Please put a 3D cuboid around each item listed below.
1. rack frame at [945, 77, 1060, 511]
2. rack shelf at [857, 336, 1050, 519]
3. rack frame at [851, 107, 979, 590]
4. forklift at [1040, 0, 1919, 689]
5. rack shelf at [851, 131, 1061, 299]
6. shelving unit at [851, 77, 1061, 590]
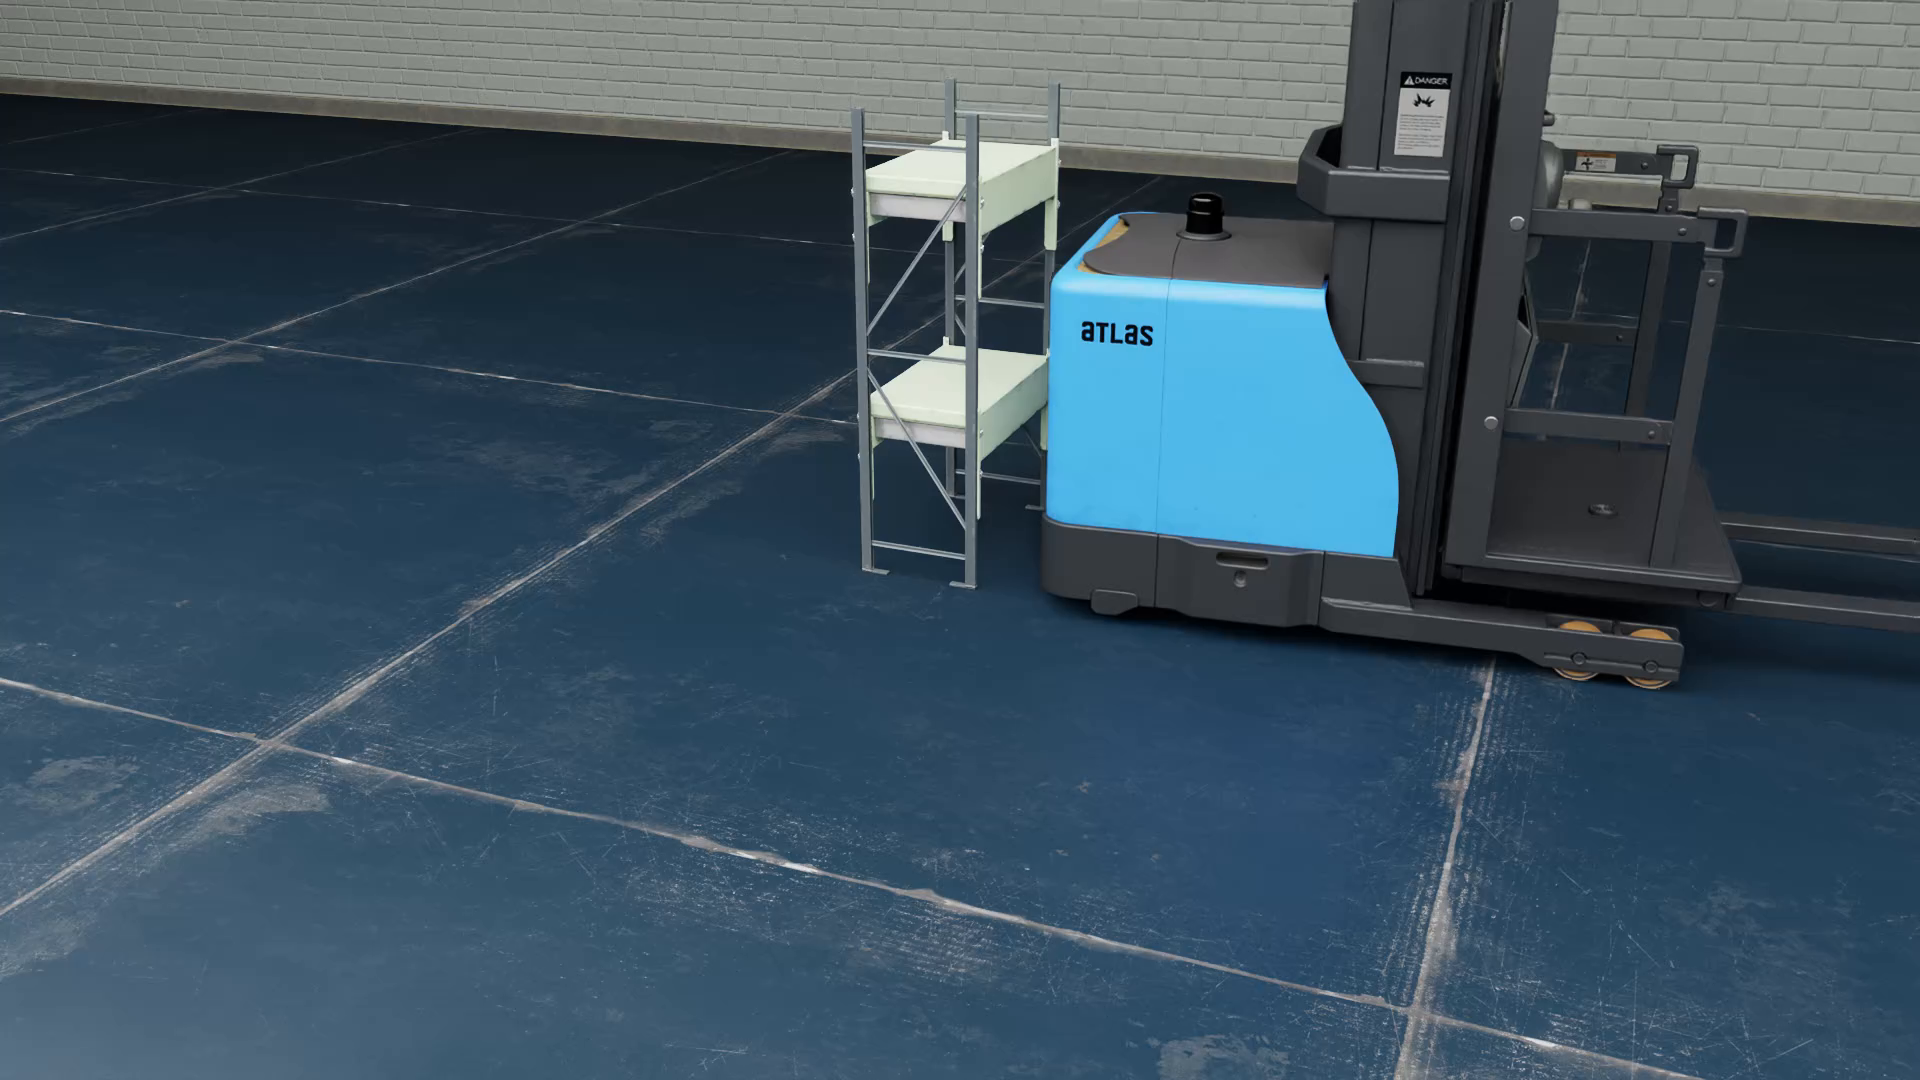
[{"bbox_3d":[0.138,-0.825,5.780,0.400,1.500,0.023,9,24,20],"label":"rack frame"},{"bbox_3d":[0.002,-0.394,5.592,0.431,0.370,0.720,9,24,20],"label":"rack shelf"},{"bbox_3d":[-0.133,-0.563,5.153,0.400,1.500,0.023,9,24,20],"label":"rack frame"},{"bbox_3d":[1.828,-1.157,4.716,3.031,2.935,1.130,6,23,14],"label":"forklift"},{"bbox_3d":[0.002,-1.055,5.316,0.431,0.370,0.720,9,24,20],"label":"rack shelf"},{"bbox_3d":[0.002,-0.694,5.467,0.431,1.500,0.755,9,24,20],"label":"shelving unit"}]
